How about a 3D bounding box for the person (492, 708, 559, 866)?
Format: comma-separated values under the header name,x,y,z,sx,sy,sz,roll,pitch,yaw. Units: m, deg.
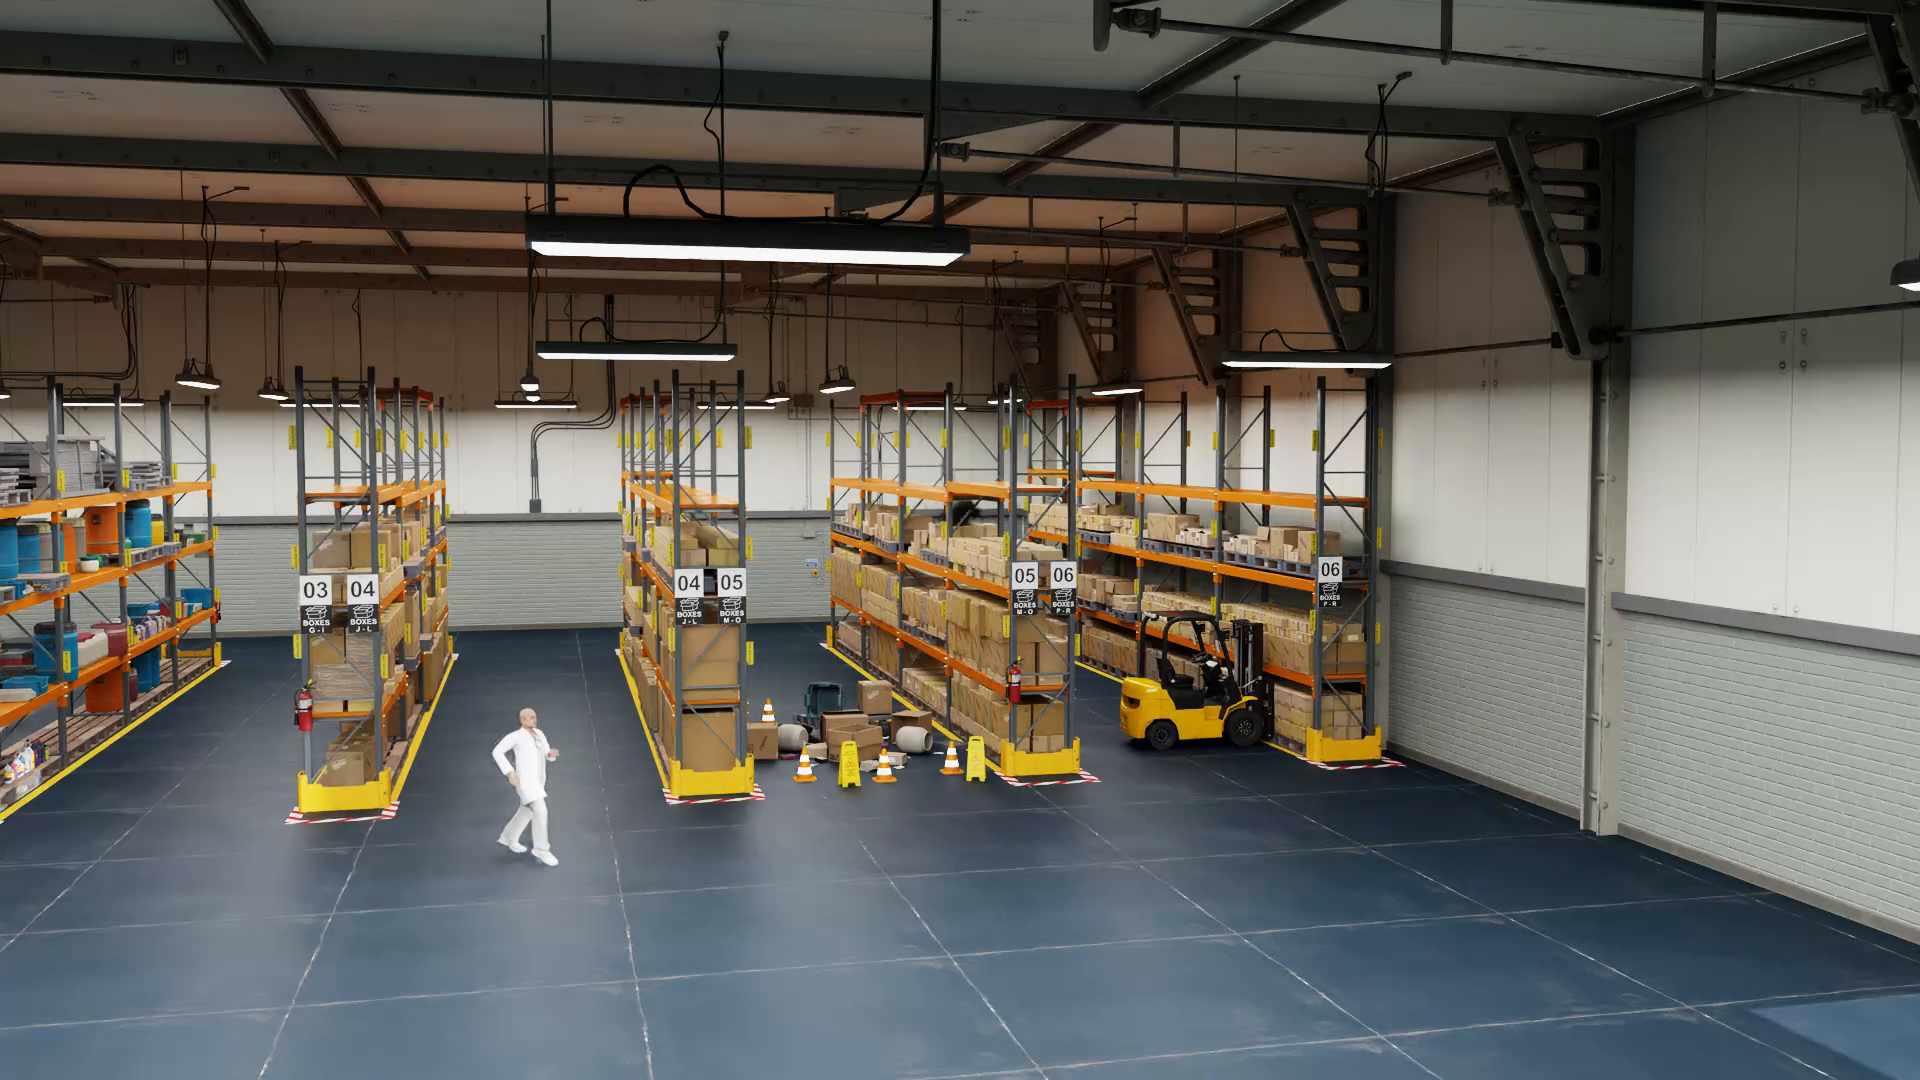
name,x,y,z,sx,sy,sz,roll,pitch,yaw
person,-5.149,2.919,19.817,0.902,1.836,0.676,1,4,17
